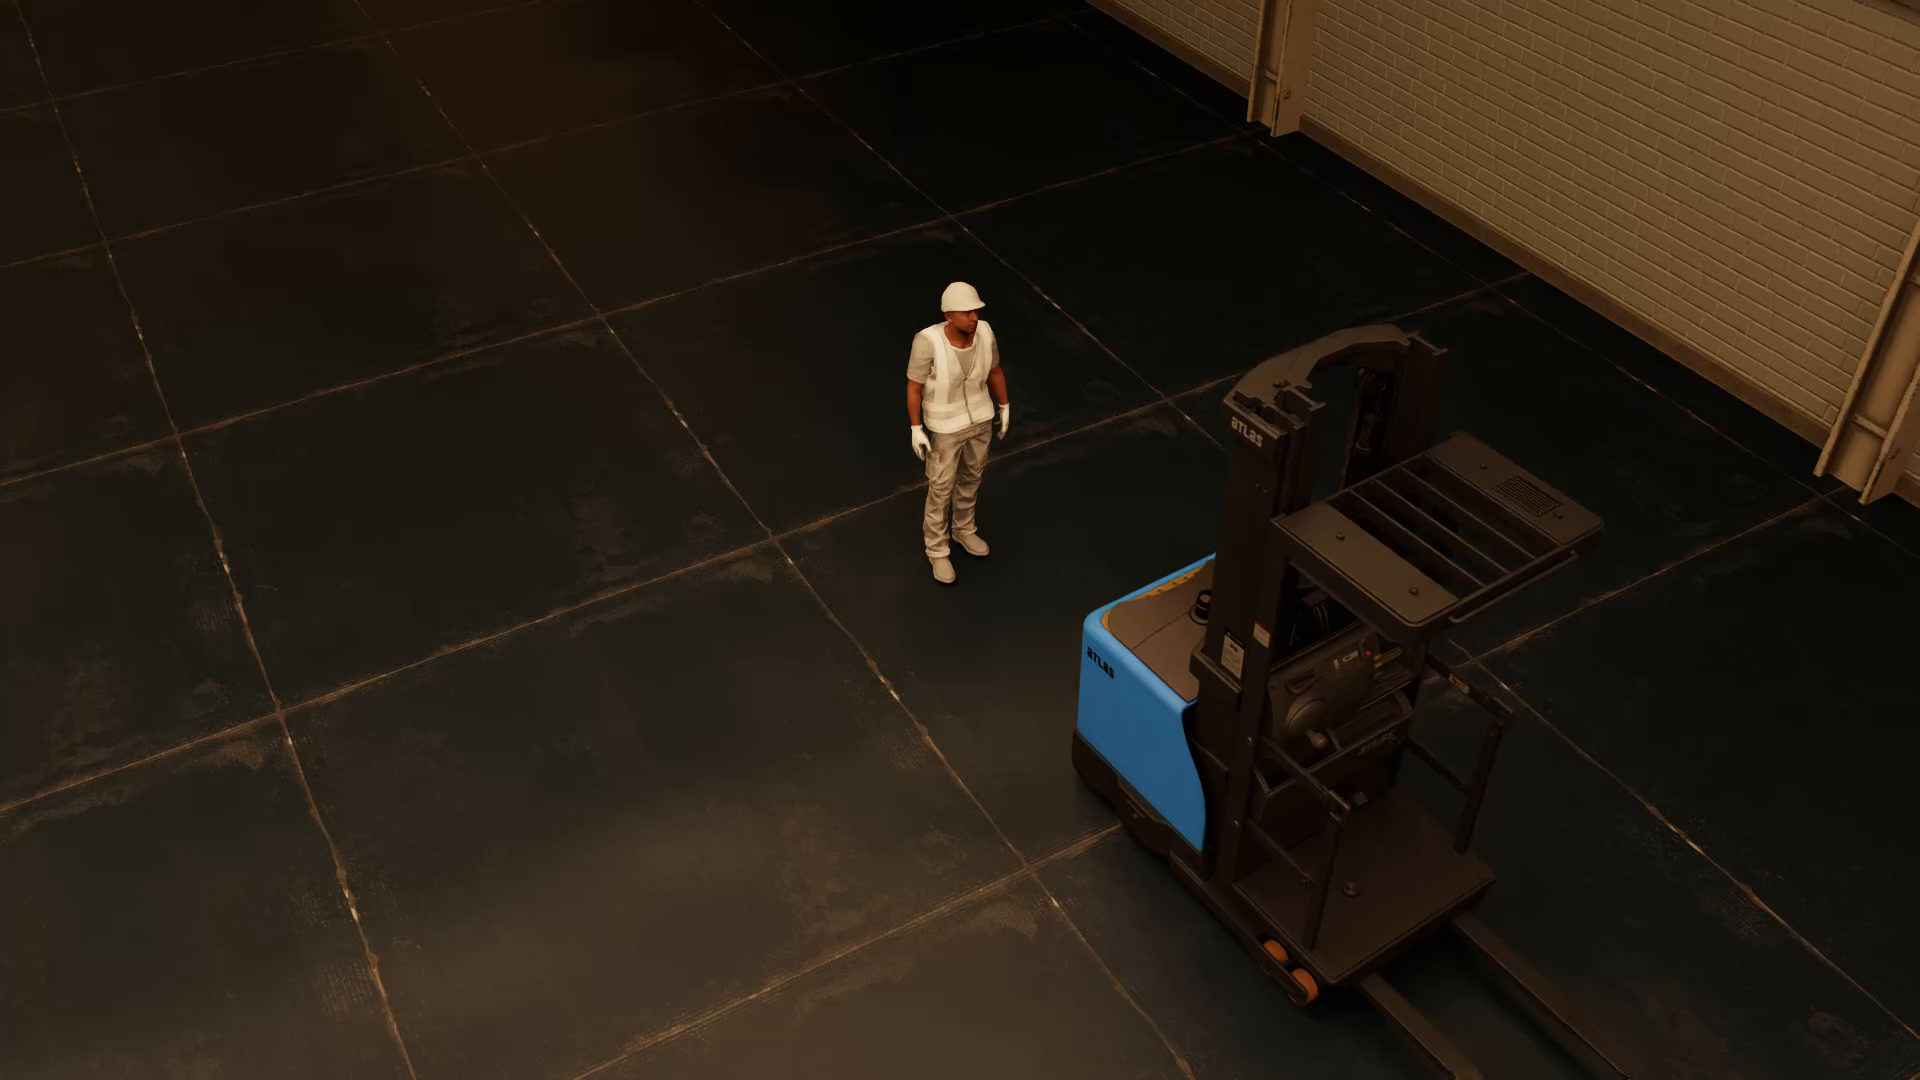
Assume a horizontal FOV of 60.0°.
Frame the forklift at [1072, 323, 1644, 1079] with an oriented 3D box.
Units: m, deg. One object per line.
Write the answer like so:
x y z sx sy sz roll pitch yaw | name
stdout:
1.837 0.677 7.220 1.130 2.935 3.031 -24 45 -26 | forklift

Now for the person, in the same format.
0.029 -0.649 9.706 0.657 1.785 0.575 -20 44 -23 | person
